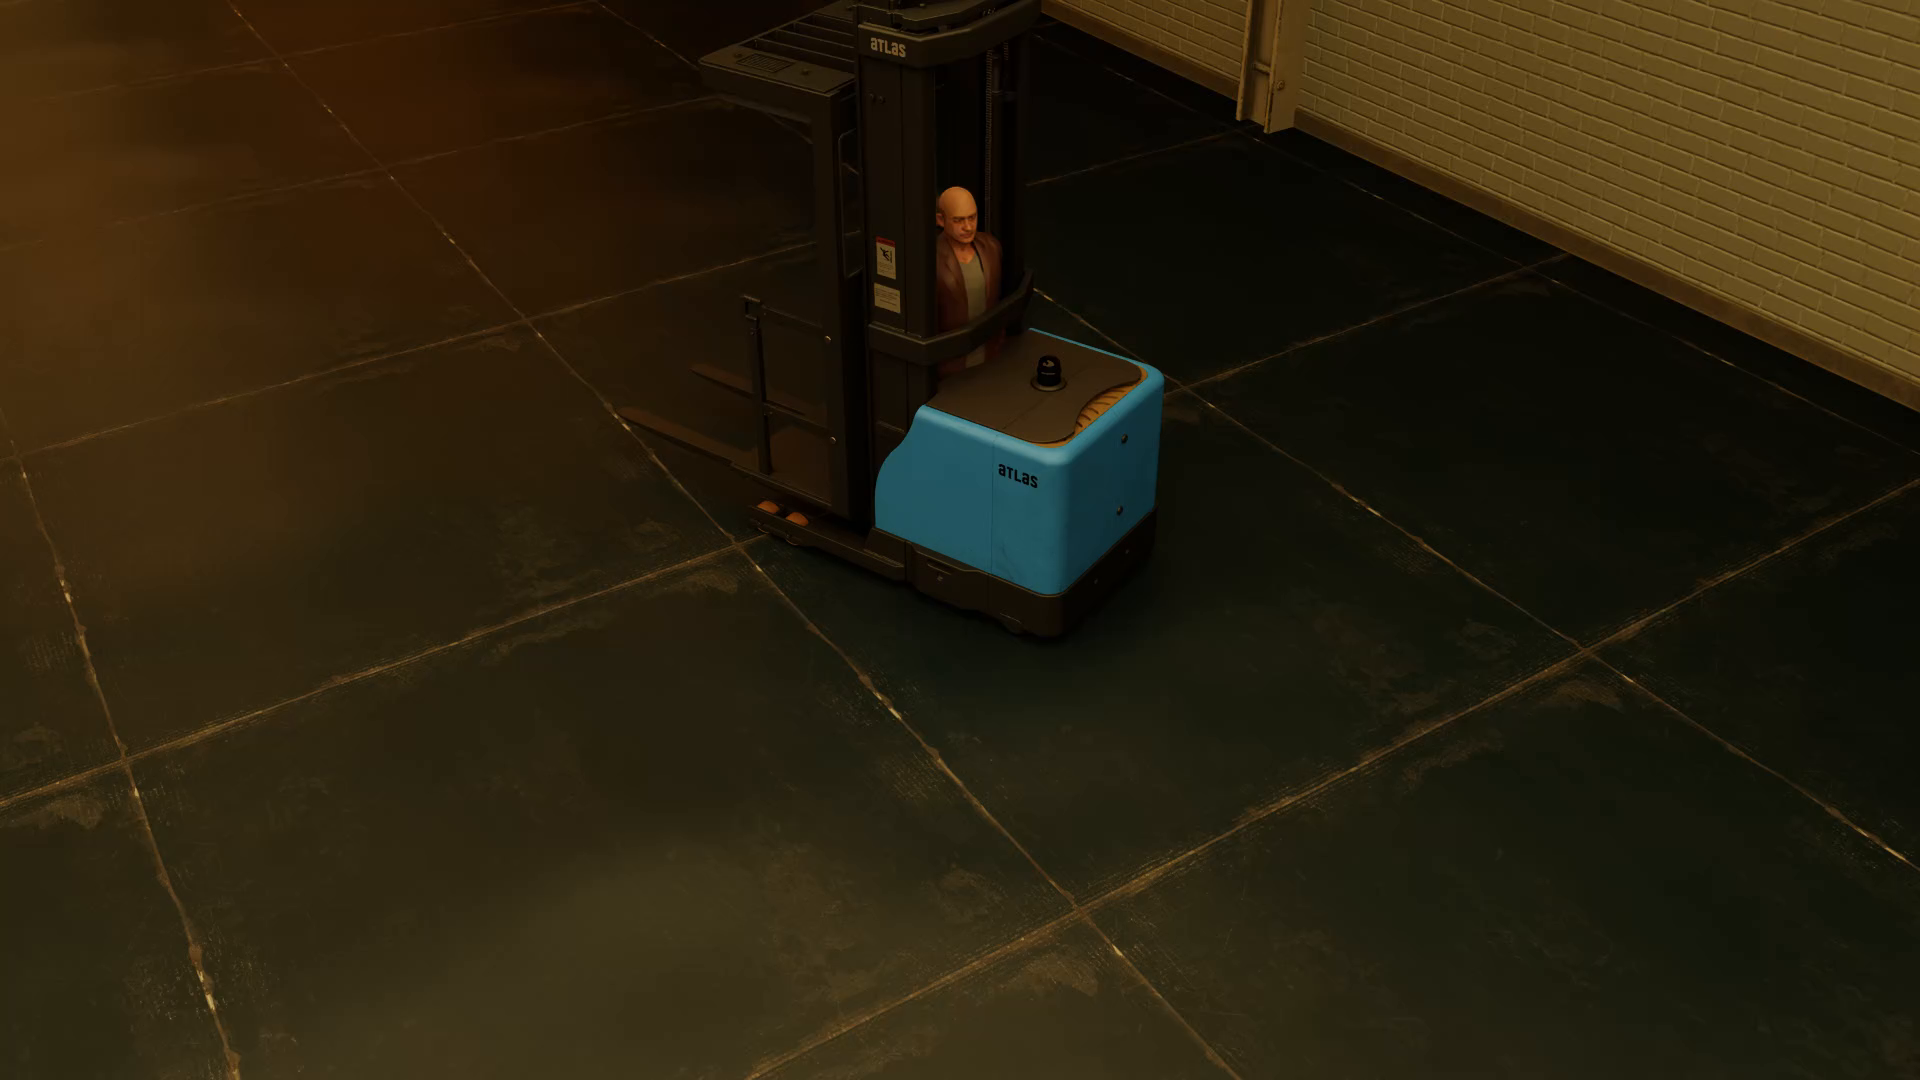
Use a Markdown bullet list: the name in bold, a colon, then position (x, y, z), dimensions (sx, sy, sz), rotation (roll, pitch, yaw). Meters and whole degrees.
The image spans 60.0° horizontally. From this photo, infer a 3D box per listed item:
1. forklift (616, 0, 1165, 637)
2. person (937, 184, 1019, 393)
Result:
- **forklift**: position (-0.500, -1.399, 8.138), dimensions (3.031, 2.935, 1.130), rotation (22, 41, 28)
- **person**: position (0.017, -0.876, 8.048), dimensions (0.663, 1.706, 0.440), rotation (-21, 40, -27)
